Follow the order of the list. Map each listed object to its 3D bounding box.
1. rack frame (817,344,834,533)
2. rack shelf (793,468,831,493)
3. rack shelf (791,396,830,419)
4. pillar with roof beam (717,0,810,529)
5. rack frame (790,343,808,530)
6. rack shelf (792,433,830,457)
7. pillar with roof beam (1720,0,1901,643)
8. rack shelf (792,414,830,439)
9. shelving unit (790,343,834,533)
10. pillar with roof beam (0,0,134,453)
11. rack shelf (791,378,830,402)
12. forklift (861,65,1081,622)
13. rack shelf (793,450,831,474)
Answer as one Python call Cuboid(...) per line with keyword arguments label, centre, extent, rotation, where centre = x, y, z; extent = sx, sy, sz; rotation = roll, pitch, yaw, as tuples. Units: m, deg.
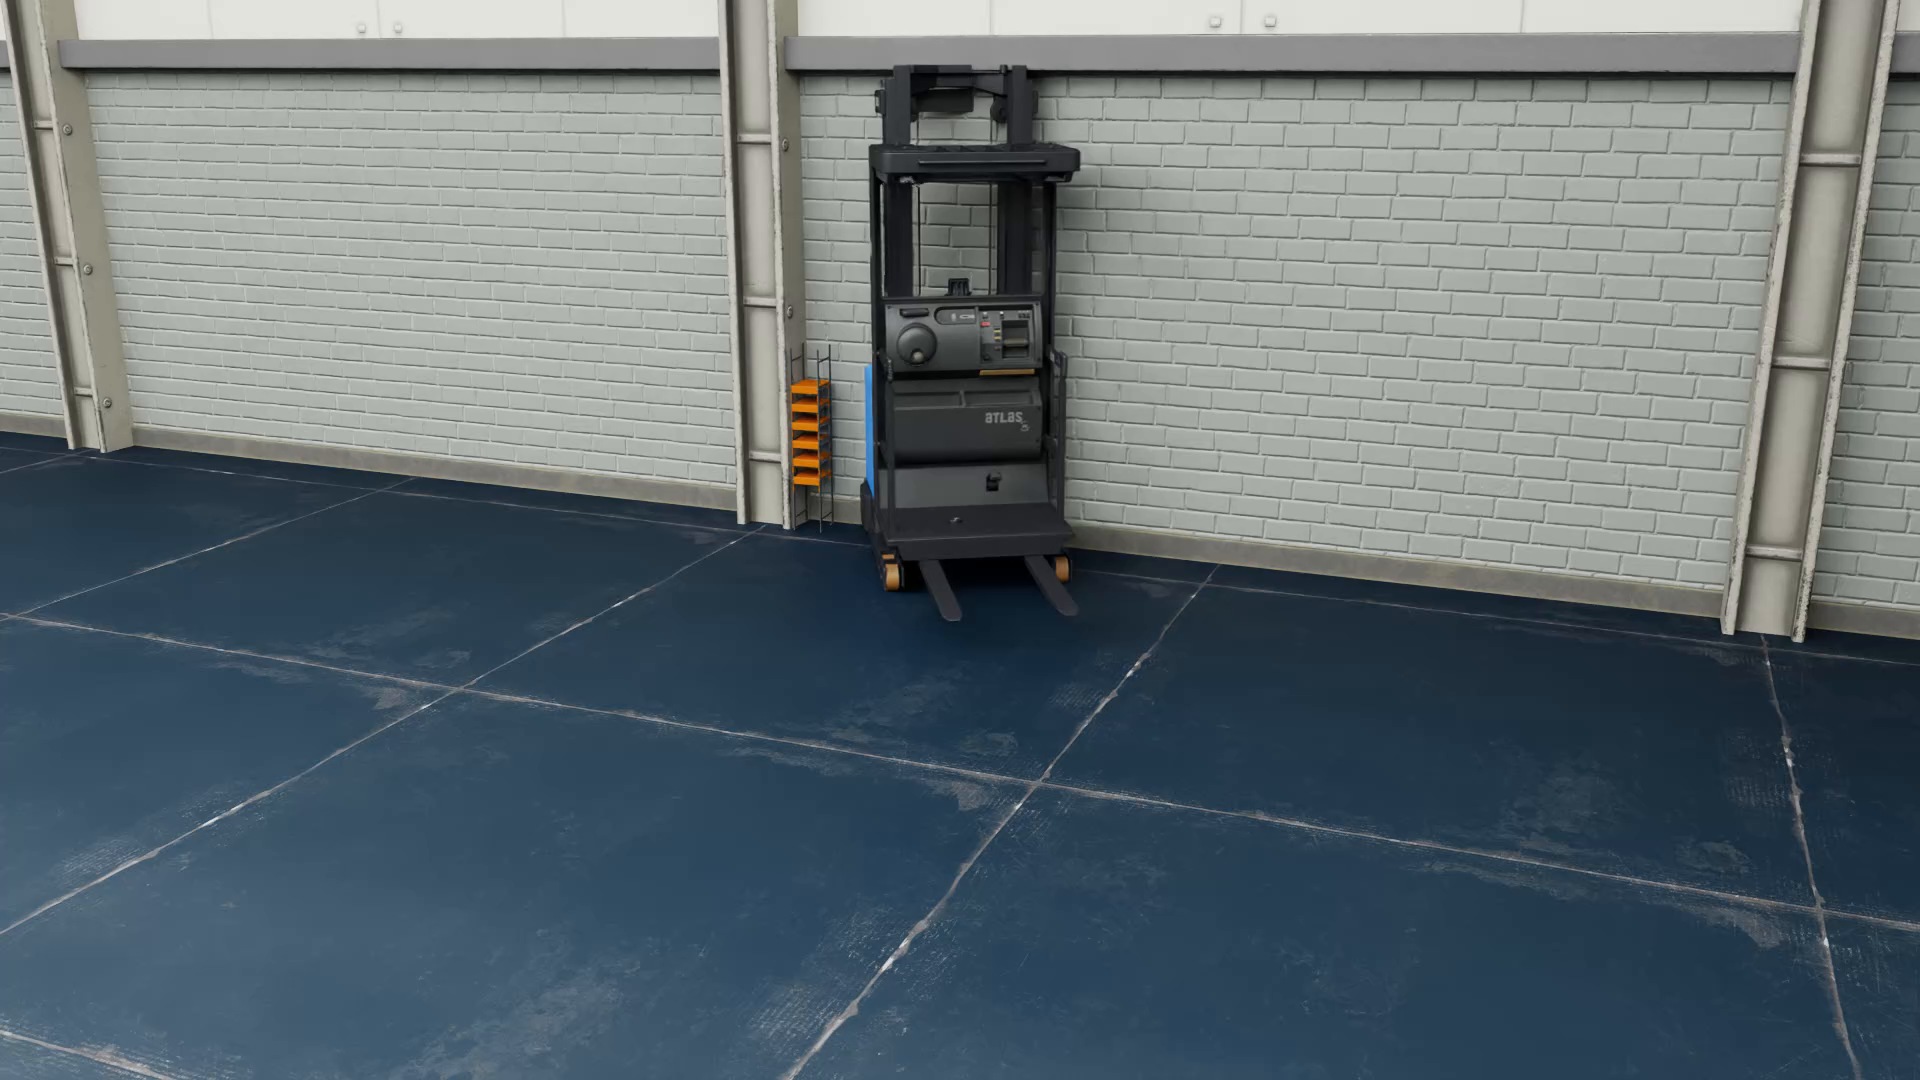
Cuboid(label="rack frame", centre=(-0.873, -0.656, 10.783), extent=(0.006, 1.200, 0.240), rotation=(5, 17, 15))
Cuboid(label="rack shelf", centre=(-0.962, -0.391, 10.886), extent=(0.180, 0.103, 0.258), rotation=(5, 17, 15))
Cuboid(label="rack shelf", centre=(-0.960, -0.852, 10.752), extent=(0.180, 0.103, 0.258), rotation=(5, 17, 15))
Cuboid(label="pillar with roof beam", centre=(-2.821, -3.335, 6.022), extent=(0.400, 9.000, 9.100), rotation=(6, 17, 21))
Cuboid(label="rack frame", centre=(-1.049, -0.671, 10.830), extent=(0.006, 1.200, 0.240), rotation=(5, 17, 15))
Cuboid(label="rack shelf", centre=(-0.961, -0.621, 10.819), extent=(0.180, 0.103, 0.258), rotation=(5, 17, 15))
Cuboid(label="pillar with roof beam", centre=(2.761, -2.721, 3.907), extent=(0.400, 9.000, 9.100), rotation=(6, 17, 21))
Cuboid(label="rack shelf", centre=(-0.961, -0.736, 10.785), extent=(0.180, 0.103, 0.258), rotation=(5, 17, 15))
Cuboid(label="shelving unit", centre=(-0.961, -0.664, 10.806), extent=(0.189, 1.200, 0.258), rotation=(5, 17, 15))
Cuboid(label="pillar with roof beam", centre=(-8.402, -3.949, 8.136), extent=(0.400, 9.000, 9.100), rotation=(6, 17, 21))
Cuboid(label="rack shelf", centre=(-0.960, -0.967, 10.718), extent=(0.180, 0.103, 0.258), rotation=(5, 17, 15))
Cuboid(label="forklift", centre=(0.057, -1.214, 9.598), extent=(1.130, 2.935, 3.031), rotation=(-2, 16, -8))
Cuboid(label="rack shelf", centre=(-0.962, -0.506, 10.852), extent=(0.180, 0.103, 0.258), rotation=(5, 17, 15))
